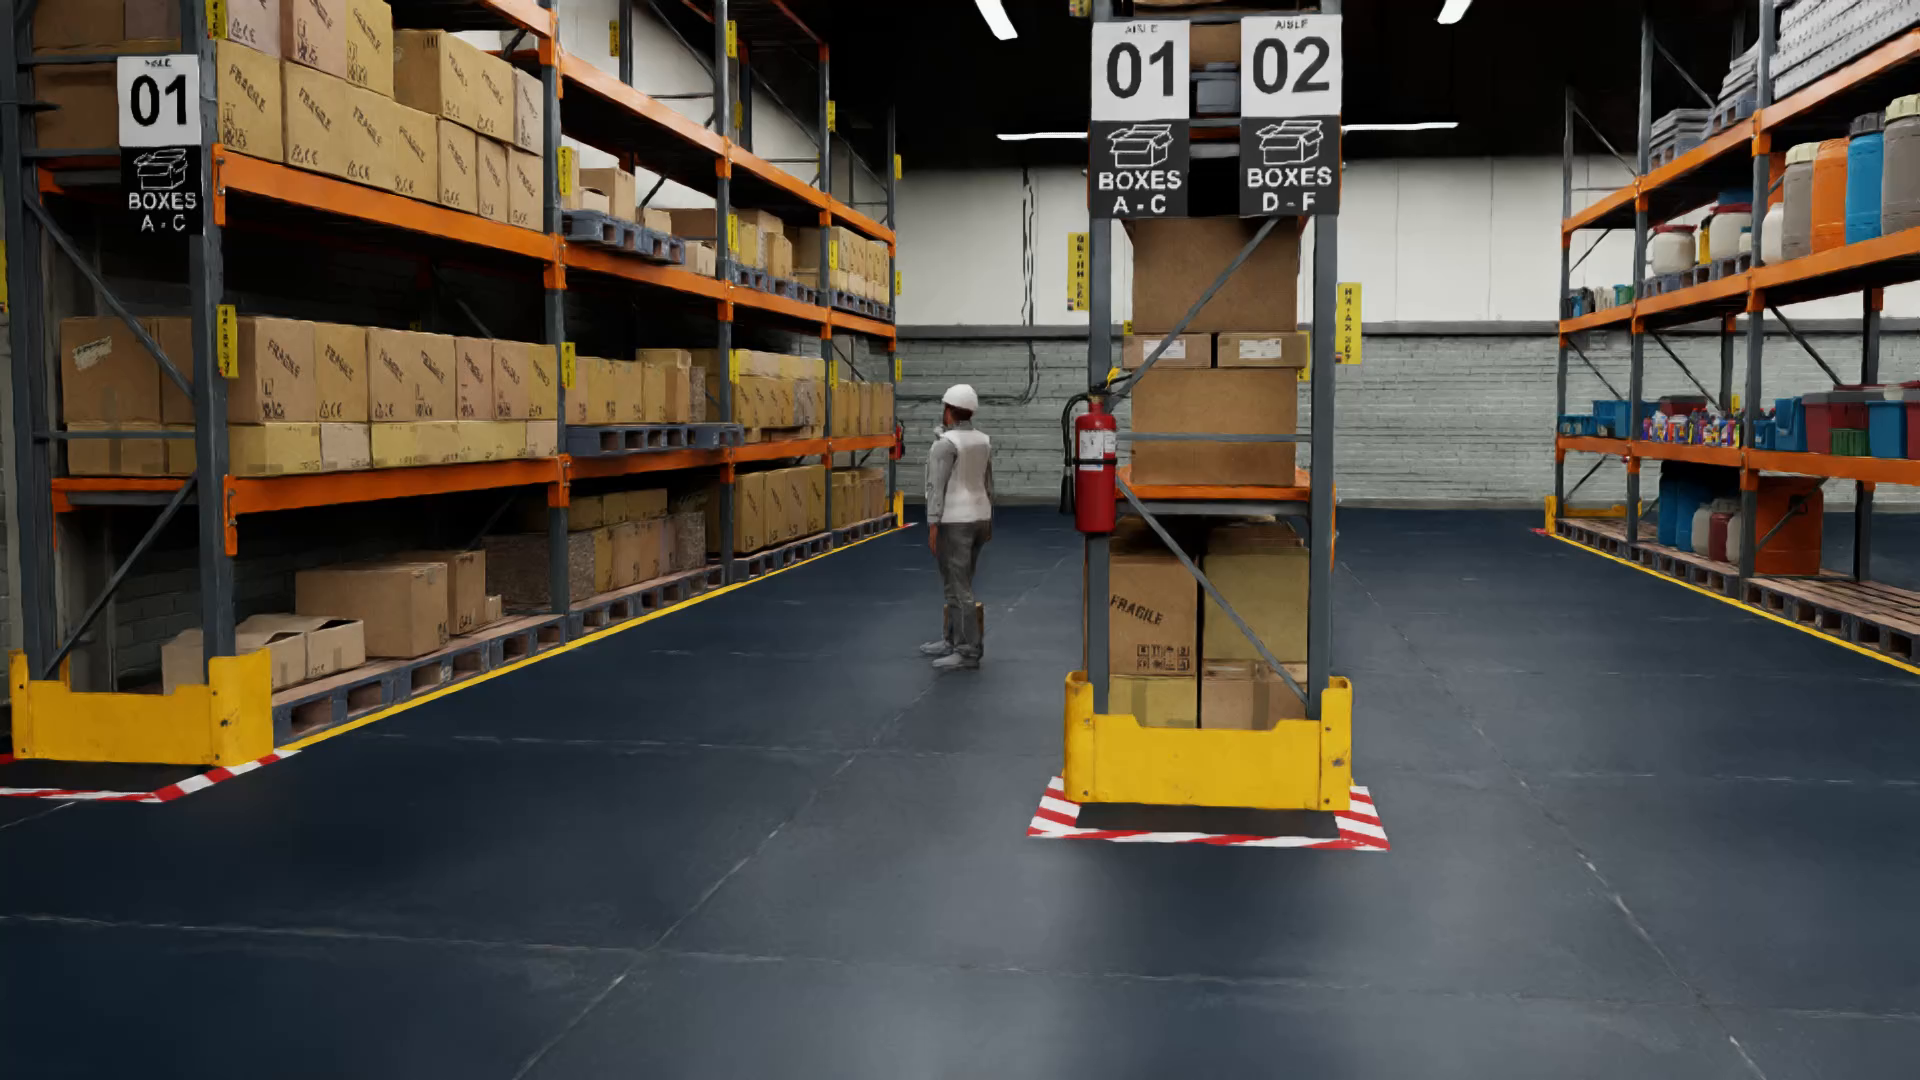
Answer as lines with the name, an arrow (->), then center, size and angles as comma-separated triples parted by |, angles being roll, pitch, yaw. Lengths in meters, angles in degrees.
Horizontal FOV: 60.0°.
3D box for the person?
person -> -0.055, -0.104, 10.533 | 0.611, 1.768, 0.715 | 3, 5, 32
